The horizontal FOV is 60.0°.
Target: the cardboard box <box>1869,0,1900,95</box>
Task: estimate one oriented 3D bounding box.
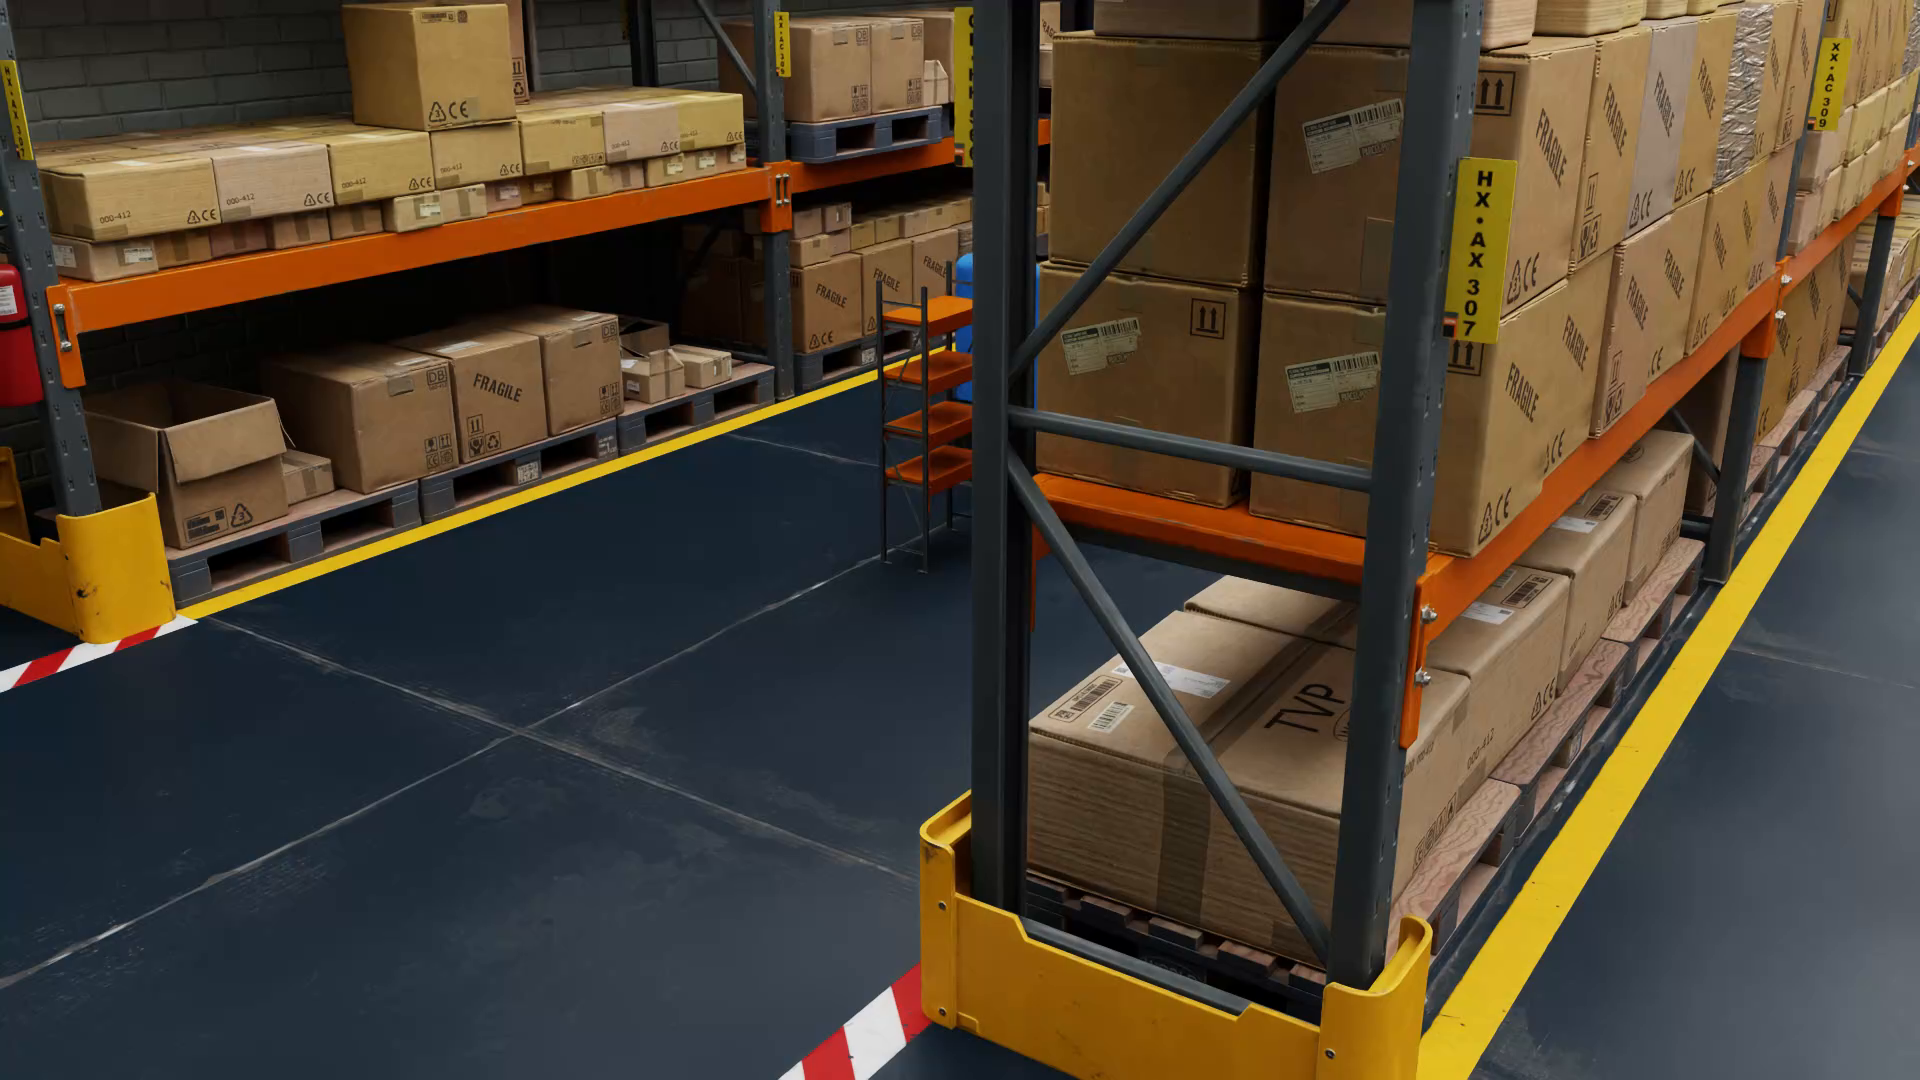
[{"bbox_3d":[4.038,-2.361,7.738,0.500,0.500,0.500,13,24,31],"label":"cardboard box"}]

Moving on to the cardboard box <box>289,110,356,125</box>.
[{"bbox_3d":[-2.729,-1.841,7.706,0.500,0.250,0.500,13,24,32],"label":"cardboard box"}]

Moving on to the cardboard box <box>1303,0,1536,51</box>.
[{"bbox_3d":[0.901,-1.050,3.261,0.380,0.149,0.250,14,24,33],"label":"cardboard box"}]

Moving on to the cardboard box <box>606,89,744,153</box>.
[{"bbox_3d":[-1.471,-2.173,8.602,0.500,0.250,0.500,14,24,33],"label":"cardboard box"}]

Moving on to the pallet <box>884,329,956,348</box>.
[{"bbox_3d":[-0.276,-1.581,11.236,1.003,0.211,1.213,13,24,32],"label":"pallet"}]

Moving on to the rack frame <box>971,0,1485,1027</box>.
[{"bbox_3d":[0.472,-0.183,3.435,1.000,3.000,0.127,13,24,32],"label":"rack frame"}]

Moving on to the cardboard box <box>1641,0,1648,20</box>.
[{"bbox_3d":[1.467,-1.356,4.088,0.380,0.149,0.250,14,24,32],"label":"cardboard box"}]

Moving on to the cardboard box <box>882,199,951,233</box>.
[{"bbox_3d":[-0.283,-2.064,10.584,0.380,0.149,0.250,14,25,34],"label":"cardboard box"}]

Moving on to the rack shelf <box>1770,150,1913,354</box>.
[{"bbox_3d":[3.845,-1.567,8.214,1.077,0.370,4.000,13,24,32],"label":"rack shelf"}]

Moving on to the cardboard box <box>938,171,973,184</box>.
[{"bbox_3d":[0.066,-2.527,11.835,0.380,0.149,0.250,14,24,33],"label":"cardboard box"}]

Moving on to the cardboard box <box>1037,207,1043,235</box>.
[{"bbox_3d":[0.220,-2.014,11.384,0.500,0.500,0.500,15,25,34],"label":"cardboard box"}]

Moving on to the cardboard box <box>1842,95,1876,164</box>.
[{"bbox_3d":[3.777,-1.860,7.466,0.500,0.250,0.500,14,24,32],"label":"cardboard box"}]

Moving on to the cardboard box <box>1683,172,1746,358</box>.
[{"bbox_3d":[2.116,-0.898,5.226,0.500,0.500,0.500,13,24,31],"label":"cardboard box"}]

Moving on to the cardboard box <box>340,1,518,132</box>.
[{"bbox_3d":[-2.314,-2.078,7.267,0.500,0.500,0.500,14,24,33],"label":"cardboard box"}]

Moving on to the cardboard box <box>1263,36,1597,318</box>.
[{"bbox_3d":[0.977,-0.781,3.466,0.500,0.500,0.500,13,24,31],"label":"cardboard box"}]

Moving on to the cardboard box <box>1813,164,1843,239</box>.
[{"bbox_3d":[3.476,-1.483,7.168,0.500,0.250,0.500,13,24,31],"label":"cardboard box"}]

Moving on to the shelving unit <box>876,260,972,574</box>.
[{"bbox_3d":[-0.093,-0.515,6.928,0.258,1.200,0.503,13,24,32],"label":"shelving unit"}]

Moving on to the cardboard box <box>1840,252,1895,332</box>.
[{"bbox_3d":[5.295,-1.603,10.456,0.950,0.372,0.625,11,23,28],"label":"cardboard box"}]

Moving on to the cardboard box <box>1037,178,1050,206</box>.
[{"bbox_3d":[0.481,-2.431,11.577,0.380,0.149,0.250,12,24,30],"label":"cardboard box"}]

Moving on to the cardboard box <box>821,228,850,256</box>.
[{"bbox_3d":[-0.873,-1.772,9.793,0.380,0.149,0.250,13,24,30],"label":"cardboard box"}]

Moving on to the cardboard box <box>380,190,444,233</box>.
[{"bbox_3d":[-2.458,-1.432,7.176,0.380,0.149,0.250,12,24,30],"label":"cardboard box"}]

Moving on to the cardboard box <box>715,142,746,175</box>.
[{"bbox_3d":[-1.357,-2.039,8.815,0.380,0.149,0.250,14,24,33],"label":"cardboard box"}]

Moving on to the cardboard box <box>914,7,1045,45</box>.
[{"bbox_3d":[0.097,-3.186,10.800,0.797,0.503,0.637,13,24,31],"label":"cardboard box"}]

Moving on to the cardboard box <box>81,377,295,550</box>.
[{"bbox_3d":[-3.213,-0.333,6.833,0.797,0.503,0.637,12,24,30],"label":"cardboard box"}]

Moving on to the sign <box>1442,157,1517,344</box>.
[{"bbox_3d":[0.928,-0.516,2.973,0.100,0.325,0.005,13,24,32],"label":"sign"}]

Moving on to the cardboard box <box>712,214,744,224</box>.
[{"bbox_3d":[-1.275,-1.864,10.044,0.380,0.149,0.250,13,24,32],"label":"cardboard box"}]

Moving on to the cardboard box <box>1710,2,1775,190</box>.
[{"bbox_3d":[2.113,-1.365,5.046,0.500,0.500,0.500,14,24,33],"label":"cardboard box"}]

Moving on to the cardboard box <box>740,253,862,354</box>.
[{"bbox_3d":[-0.929,-1.417,9.769,0.500,0.500,0.500,15,25,34],"label":"cardboard box"}]

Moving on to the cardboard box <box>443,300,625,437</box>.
[{"bbox_3d":[-2.117,-0.867,8.282,0.700,0.500,0.500,12,24,30],"label":"cardboard box"}]

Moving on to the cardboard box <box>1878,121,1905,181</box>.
[{"bbox_3d":[4.625,-2.062,8.732,0.500,0.250,0.500,14,24,33],"label":"cardboard box"}]

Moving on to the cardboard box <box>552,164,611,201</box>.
[{"bbox_3d":[-1.902,-1.732,7.985,0.380,0.149,0.250,13,24,31],"label":"cardboard box"}]

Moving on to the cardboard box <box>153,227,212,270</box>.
[{"bbox_3d":[-3.119,-1.154,6.424,0.380,0.149,0.250,14,24,33],"label":"cardboard box"}]

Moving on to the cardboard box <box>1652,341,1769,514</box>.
[{"bbox_3d":[3.003,-0.724,7.356,0.875,0.875,0.875,14,25,33],"label":"cardboard box"}]

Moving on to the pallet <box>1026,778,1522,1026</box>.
[{"bbox_3d":[0.857,0.881,4.580,1.003,0.211,1.213,13,24,32],"label":"pallet"}]

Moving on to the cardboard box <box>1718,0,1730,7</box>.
[{"bbox_3d":[2.040,-1.645,4.869,0.380,0.149,0.250,13,24,31],"label":"cardboard box"}]

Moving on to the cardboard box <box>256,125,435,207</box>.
[{"bbox_3d":[-2.592,-1.587,7.019,0.500,0.250,0.500,13,24,31],"label":"cardboard box"}]

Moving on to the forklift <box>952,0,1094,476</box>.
[{"bbox_3d":[1.218,-2.013,8.483,1.130,2.935,3.031,14,24,32],"label":"forklift"}]

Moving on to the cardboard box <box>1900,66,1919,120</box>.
[{"bbox_3d":[4.907,-2.453,9.070,0.500,0.250,0.500,13,24,32],"label":"cardboard box"}]

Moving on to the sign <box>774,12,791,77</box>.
[{"bbox_3d":[-0.934,-2.600,8.721,0.100,0.325,0.005,13,24,32],"label":"sign"}]

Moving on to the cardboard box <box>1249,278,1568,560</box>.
[{"bbox_3d":[0.979,-0.311,3.638,0.500,0.500,0.500,13,24,31],"label":"cardboard box"}]

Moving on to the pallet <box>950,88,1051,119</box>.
[{"bbox_3d":[0.539,-3.147,11.725,1.213,0.211,1.003,13,24,32],"label":"pallet"}]

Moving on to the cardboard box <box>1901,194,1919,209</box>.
[{"bbox_3d":[6.925,-2.439,12.718,0.950,0.372,0.625,14,24,33],"label":"cardboard box"}]

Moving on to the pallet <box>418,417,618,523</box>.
[{"bbox_3d":[-2.459,-0.441,8.153,1.003,0.211,1.213,13,24,32],"label":"pallet"}]

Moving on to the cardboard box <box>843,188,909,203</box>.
[{"bbox_3d":[-0.559,-2.234,11.044,0.380,0.149,0.250,12,24,30],"label":"cardboard box"}]

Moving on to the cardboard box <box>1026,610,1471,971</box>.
[{"bbox_3d":[0.760,0.613,4.371,0.875,0.438,0.875,12,24,30],"label":"cardboard box"}]

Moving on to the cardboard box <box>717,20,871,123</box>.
[{"bbox_3d":[-0.930,-2.636,9.319,0.700,0.500,0.500,14,24,33],"label":"cardboard box"}]

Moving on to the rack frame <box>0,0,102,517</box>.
[{"bbox_3d":[-3.635,-1.149,6.049,1.000,3.000,0.127,13,24,32],"label":"rack frame"}]

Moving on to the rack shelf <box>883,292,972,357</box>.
[{"bbox_3d":[-0.093,-0.884,6.792,0.258,0.148,0.480,13,24,32],"label":"rack shelf"}]

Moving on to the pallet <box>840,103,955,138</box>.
[{"bbox_3d":[-0.228,-2.796,10.777,1.003,0.211,1.213,13,24,32],"label":"pallet"}]
